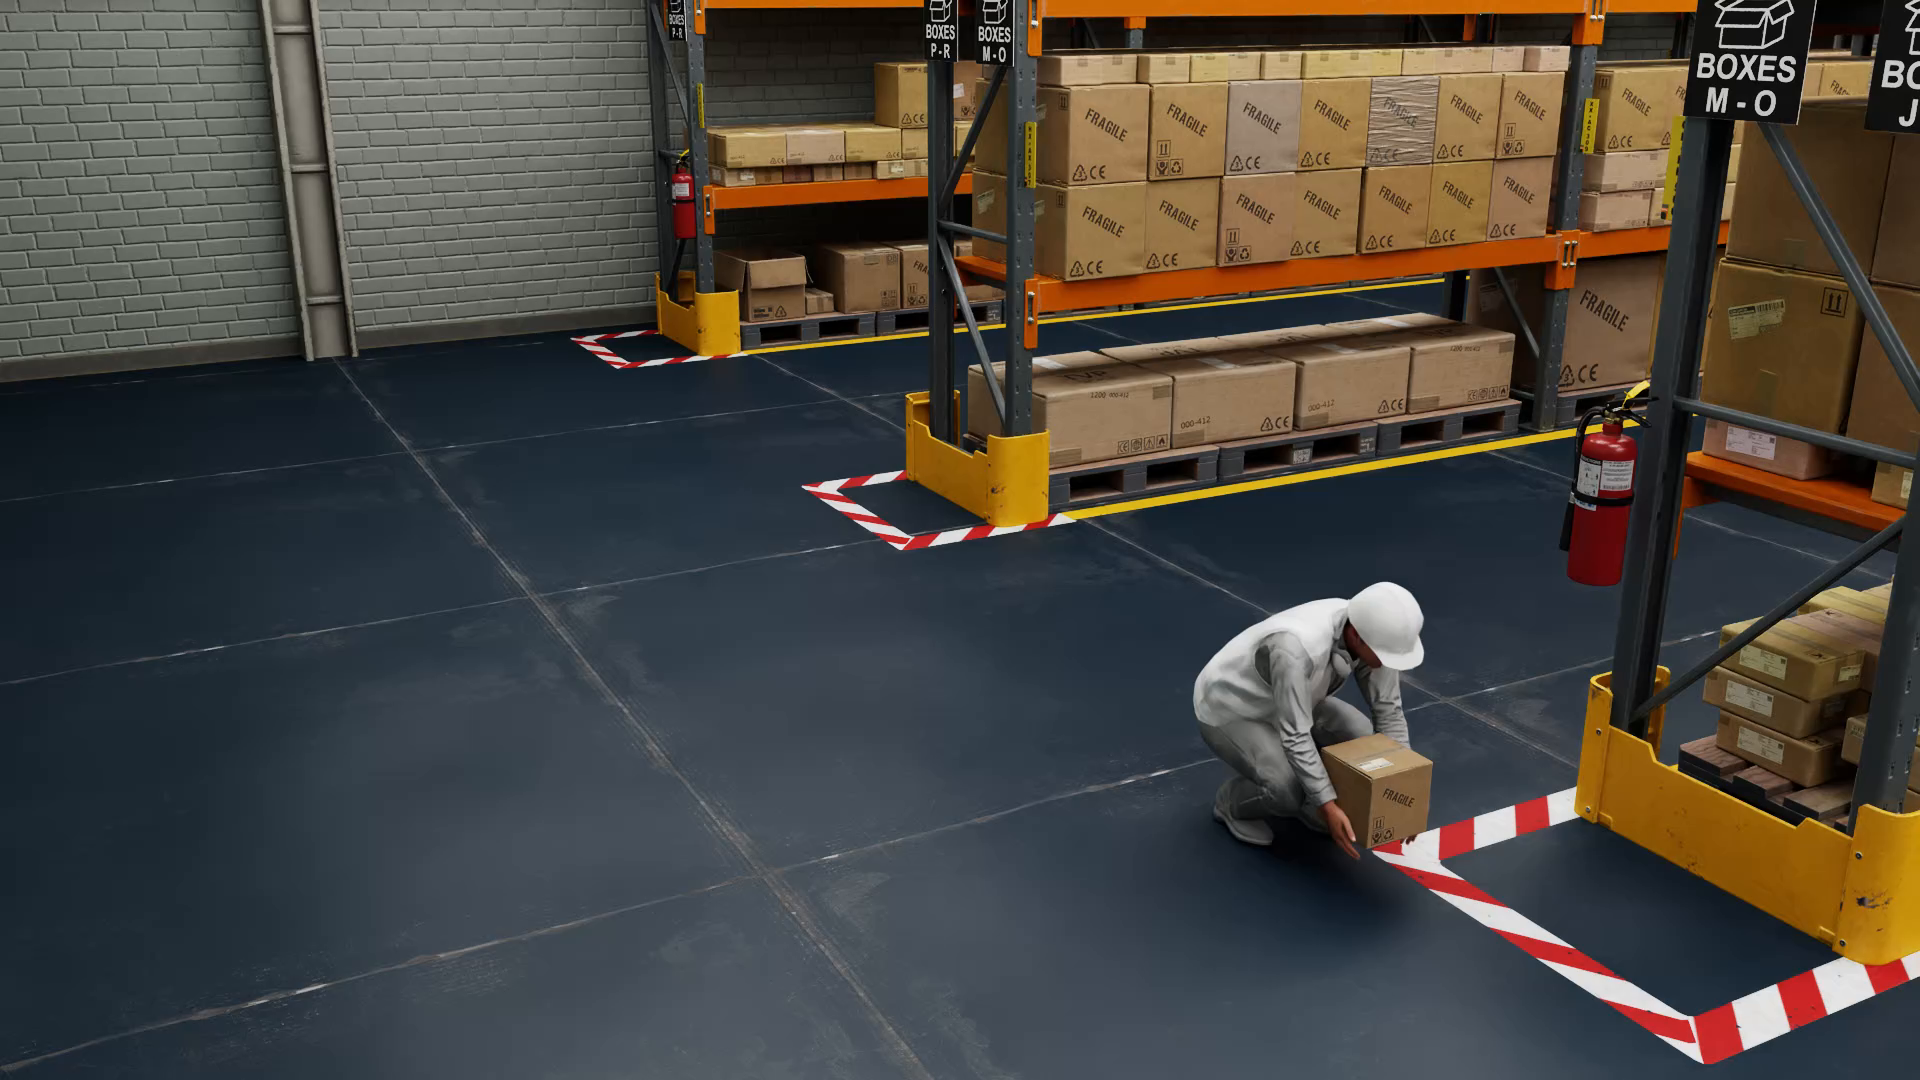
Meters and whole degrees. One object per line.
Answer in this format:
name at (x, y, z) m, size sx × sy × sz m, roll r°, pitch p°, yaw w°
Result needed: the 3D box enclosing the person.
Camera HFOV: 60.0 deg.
person at (1.176, 0.550, 5.588) m, size 0.527 × 1.012 × 0.854 m, roll -10°, pitch 21°, yaw -27°
